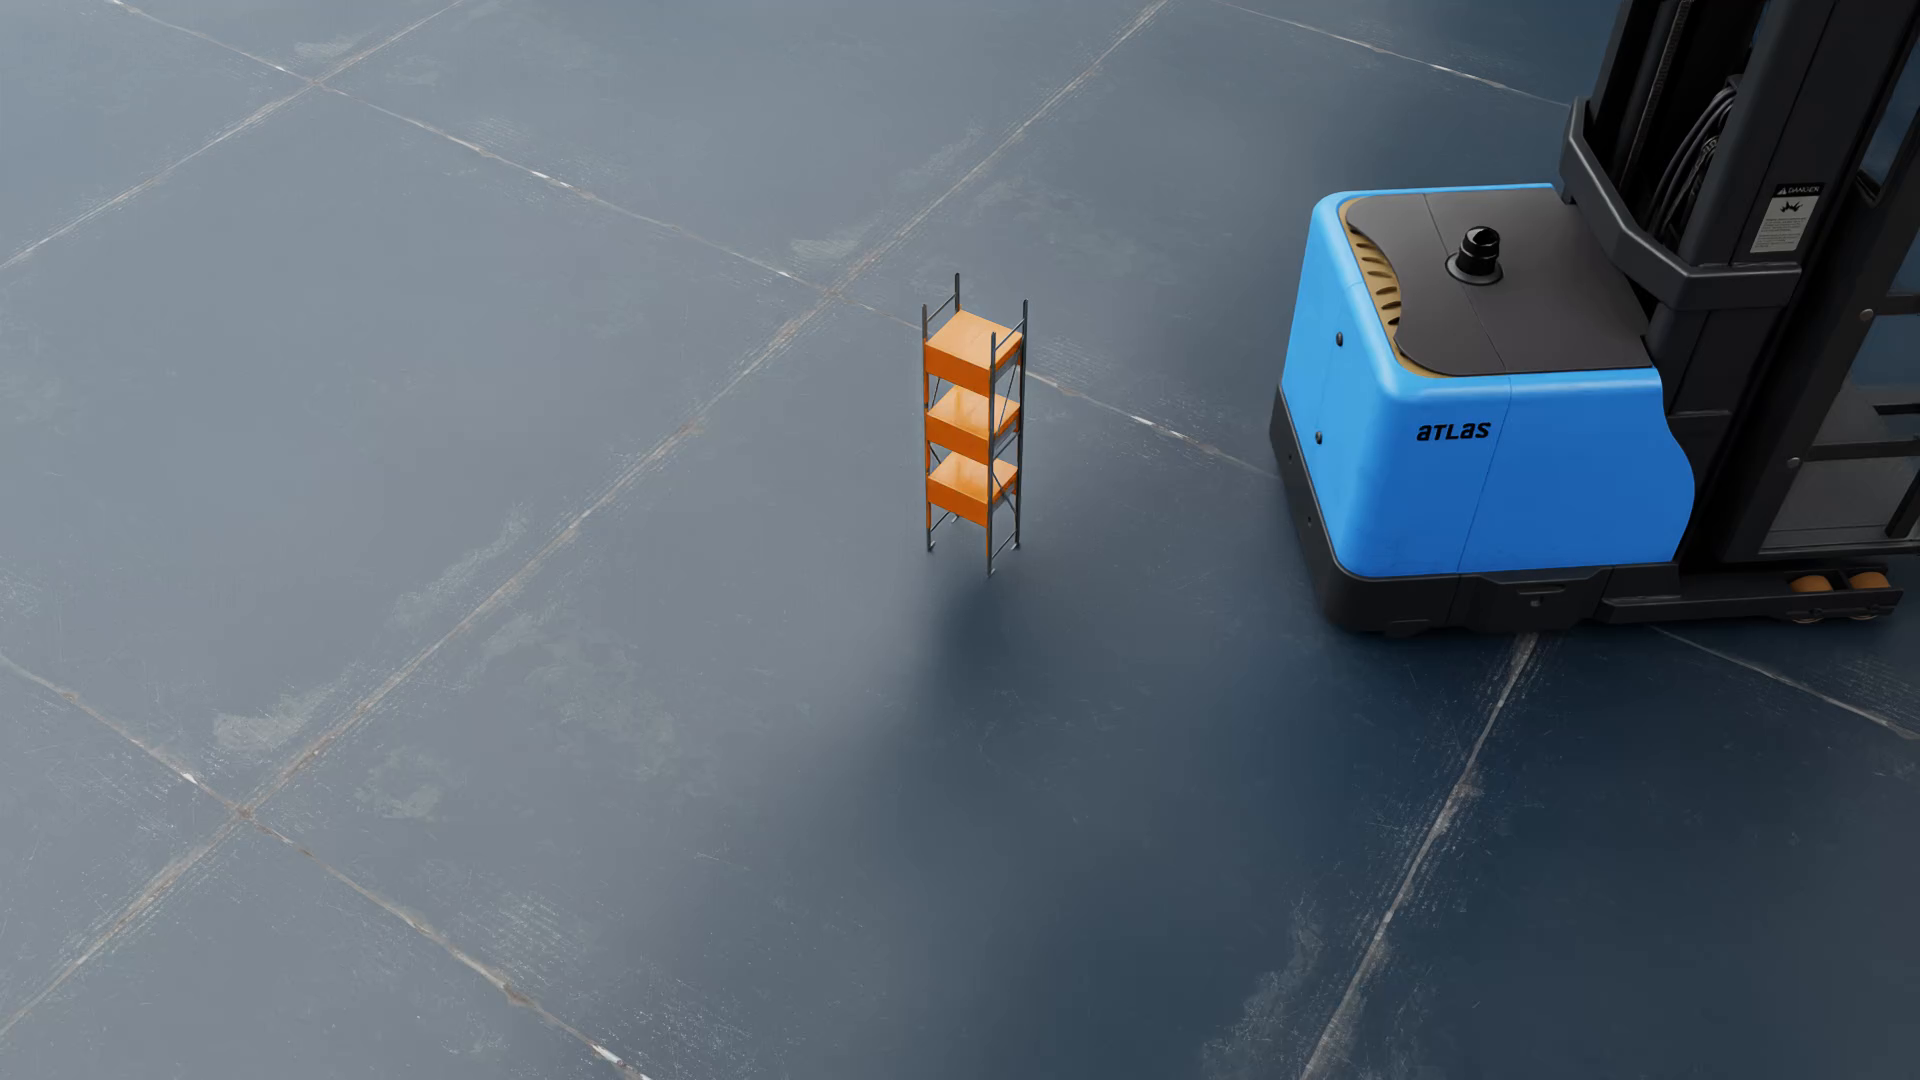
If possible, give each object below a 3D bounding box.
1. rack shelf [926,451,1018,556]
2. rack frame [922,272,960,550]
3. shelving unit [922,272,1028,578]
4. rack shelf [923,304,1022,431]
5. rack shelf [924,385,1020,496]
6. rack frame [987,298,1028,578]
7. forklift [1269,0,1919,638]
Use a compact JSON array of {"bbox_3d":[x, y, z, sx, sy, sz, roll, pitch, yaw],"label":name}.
[{"bbox_3d":[0.045,-0.144,5.560,0.240,0.259,0.215,25,51,22],"label":"rack shelf"},{"bbox_3d":[-0.058,-0.392,5.399,0.008,1.050,0.200,25,51,22],"label":"rack frame"},{"bbox_3d":[0.045,-0.345,5.353,0.252,1.050,0.215,25,51,22],"label":"shelving unit"},{"bbox_3d":[0.045,-0.536,5.157,0.240,0.259,0.215,25,51,22],"label":"rack shelf"},{"bbox_3d":[0.045,-0.338,5.361,0.240,0.259,0.215,25,51,22],"label":"rack shelf"},{"bbox_3d":[0.148,-0.298,5.307,0.008,1.050,0.200,25,51,22],"label":"rack frame"},{"bbox_3d":[2.660,-1.126,4.800,3.031,2.935,1.130,-3,46,-3],"label":"forklift"}]
